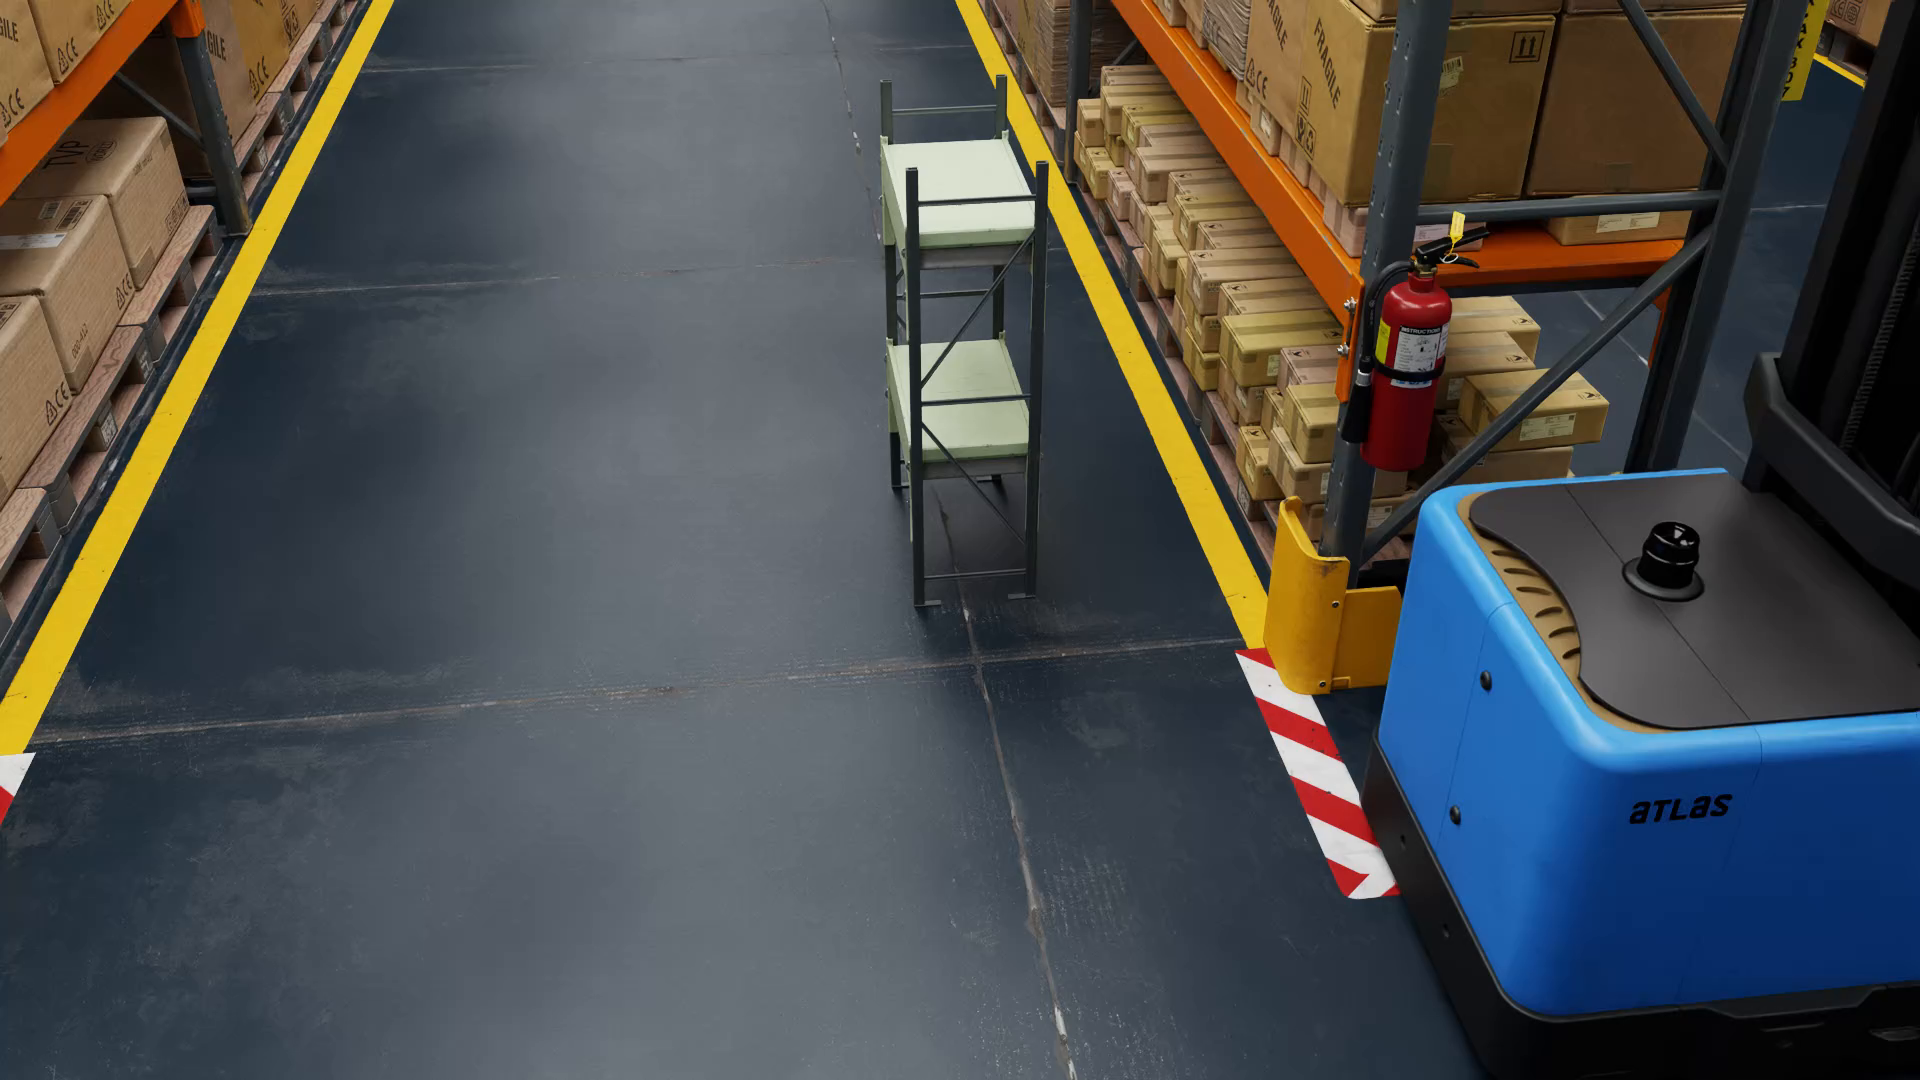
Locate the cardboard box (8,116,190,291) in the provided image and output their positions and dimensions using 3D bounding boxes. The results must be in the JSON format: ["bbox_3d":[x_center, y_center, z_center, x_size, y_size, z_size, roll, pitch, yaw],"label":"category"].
[{"bbox_3d":[-3.883,-1.418,7.069,0.875,0.438,0.875,-5,35,-7],"label":"cardboard box"}]

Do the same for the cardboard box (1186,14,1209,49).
[{"bbox_3d":[1.051,-1.929,6.140,0.380,0.149,0.250,-3,34,-5],"label":"cardboard box"}]

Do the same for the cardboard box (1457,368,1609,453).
[{"bbox_3d":[1.834,-0.420,5.333,0.380,0.149,0.250,-6,35,-9],"label":"cardboard box"}]

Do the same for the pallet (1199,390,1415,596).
[{"bbox_3d":[1.483,-0.207,5.866,1.003,0.211,1.213,-4,35,-6],"label":"pallet"}]

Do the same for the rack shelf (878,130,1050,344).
[{"bbox_3d":[-0.001,-0.946,5.113,0.431,0.370,0.720,-4,35,-6],"label":"rack shelf"}]

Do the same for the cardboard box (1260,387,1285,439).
[{"bbox_3d":[1.232,-0.402,5.571,0.380,0.149,0.250,-5,35,-7],"label":"cardboard box"}]

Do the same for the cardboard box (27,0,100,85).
[{"bbox_3d":[-3.389,-1.897,5.782,0.500,0.500,0.500,-5,35,-7],"label":"cardboard box"}]

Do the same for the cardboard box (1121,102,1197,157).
[{"bbox_3d":[0.932,-1.831,7.403,0.380,0.149,0.250,-5,35,-7],"label":"cardboard box"}]

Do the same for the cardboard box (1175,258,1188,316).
[{"bbox_3d":[1.044,-0.974,6.411,0.380,0.149,0.250,-3,34,-4],"label":"cardboard box"}]

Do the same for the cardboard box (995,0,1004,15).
[{"bbox_3d":[0.479,-3.485,10.047,0.500,0.500,0.500,-5,35,-8],"label":"cardboard box"}]

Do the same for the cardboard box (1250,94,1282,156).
[{"bbox_3d":[1.142,-1.339,5.274,0.380,0.149,0.250,-3,34,-5],"label":"cardboard box"}]

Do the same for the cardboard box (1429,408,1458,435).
[{"bbox_3d":[1.771,-0.448,5.638,0.380,0.149,0.250,-5,35,-7],"label":"cardboard box"}]

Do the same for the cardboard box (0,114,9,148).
[{"bbox_3d":[-3.250,-1.326,4.943,0.500,0.500,0.500,-5,35,-7],"label":"cardboard box"}]

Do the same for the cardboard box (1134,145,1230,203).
[{"bbox_3d":[0.943,-1.539,6.975,0.380,0.149,0.250,-4,34,-5],"label":"cardboard box"}]

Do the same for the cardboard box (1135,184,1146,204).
[{"bbox_3d":[0.986,-1.566,7.279,0.380,0.149,0.250,-6,35,-9],"label":"cardboard box"}]

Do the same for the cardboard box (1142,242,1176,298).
[{"bbox_3d":[0.975,-1.140,6.918,0.380,0.149,0.250,-5,35,-8],"label":"cardboard box"}]

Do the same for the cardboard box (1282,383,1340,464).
[{"bbox_3d":[1.246,-0.378,5.272,0.380,0.149,0.250,-4,34,-6],"label":"cardboard box"}]

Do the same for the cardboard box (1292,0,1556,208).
[{"bbox_3d":[1.252,-1.256,4.577,0.500,0.500,0.500,-4,34,-5],"label":"cardboard box"}]

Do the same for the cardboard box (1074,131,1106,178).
[{"bbox_3d":[0.761,-1.861,7.976,0.380,0.149,0.250,-6,35,-8],"label":"cardboard box"}]

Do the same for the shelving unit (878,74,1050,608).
[{"bbox_3d":[-0.001,-0.623,5.333,0.431,1.500,0.755,-4,35,-6],"label":"shelving unit"}]

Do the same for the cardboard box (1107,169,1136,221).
[{"bbox_3d":[0.881,-1.578,7.560,0.380,0.149,0.250,-5,35,-7],"label":"cardboard box"}]

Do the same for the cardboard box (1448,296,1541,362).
[{"bbox_3d":[1.771,-0.715,5.766,0.380,0.149,0.250,-4,35,-7],"label":"cardboard box"}]

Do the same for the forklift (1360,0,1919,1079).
[{"bbox_3d":[2.654,-0.289,3.571,3.031,2.935,1.130,-4,34,-6],"label":"forklift"}]

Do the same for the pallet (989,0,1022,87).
[{"bbox_3d":[0.756,-3.057,10.049,1.003,0.211,1.213,-4,35,-6],"label":"pallet"}]

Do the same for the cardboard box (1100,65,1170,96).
[{"bbox_3d":[0.871,-2.126,7.837,0.380,0.149,0.250,-3,34,-4],"label":"cardboard box"}]

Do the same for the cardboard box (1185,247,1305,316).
[{"bbox_3d":[1.045,-0.953,6.115,0.380,0.149,0.250,-3,34,-5],"label":"cardboard box"}]

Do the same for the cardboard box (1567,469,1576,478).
[{"bbox_3d":[1.815,-0.173,5.499,0.380,0.149,0.250,-4,34,-5],"label":"cardboard box"}]

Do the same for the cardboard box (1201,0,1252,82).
[{"bbox_3d":[1.111,-1.826,5.413,0.500,0.500,0.500,-4,35,-6],"label":"cardboard box"}]

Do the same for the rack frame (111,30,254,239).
[{"bbox_3d":[-3.862,-2.662,6.992,1.000,3.000,0.127,-4,35,-6],"label":"rack frame"}]

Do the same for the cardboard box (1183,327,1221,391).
[{"bbox_3d":[1.063,-0.698,6.270,0.380,0.149,0.250,-6,35,-9],"label":"cardboard box"}]

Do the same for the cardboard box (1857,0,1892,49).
[{"bbox_3d":[5.853,-3.063,9.095,1.225,0.875,0.875,-4,35,-6],"label":"cardboard box"}]

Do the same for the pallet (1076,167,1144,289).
[{"bbox_3d":[1.155,-1.569,7.864,1.003,0.211,1.213,-4,35,-6],"label":"pallet"}]

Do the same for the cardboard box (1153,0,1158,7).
[{"bbox_3d":[0.940,-2.225,6.575,0.380,0.149,0.250,-4,34,-5],"label":"cardboard box"}]

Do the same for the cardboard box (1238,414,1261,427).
[{"bbox_3d":[1.205,-0.424,5.867,0.380,0.149,0.250,-5,35,-7],"label":"cardboard box"}]

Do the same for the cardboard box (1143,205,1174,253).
[{"bbox_3d":[0.971,-1.265,6.838,0.380,0.149,0.250,-5,35,-7],"label":"cardboard box"}]

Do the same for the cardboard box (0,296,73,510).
[{"bbox_3d":[-3.643,-0.415,5.598,0.875,0.438,0.875,-3,34,-5],"label":"cardboard box"}]

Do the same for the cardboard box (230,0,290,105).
[{"bbox_3d":[-4.153,-2.801,8.710,0.875,0.875,0.875,-3,34,-5],"label":"cardboard box"}]

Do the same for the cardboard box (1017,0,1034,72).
[{"bbox_3d":[0.612,-2.914,9.209,0.500,0.500,0.500,-5,35,-8],"label":"cardboard box"}]

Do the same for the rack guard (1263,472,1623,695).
[{"bbox_3d":[1.558,0.130,5.116,1.175,0.500,0.348,-4,35,-6],"label":"rack guard"}]

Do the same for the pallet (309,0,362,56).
[{"bbox_3d":[-4.368,-3.296,10.399,1.003,0.211,1.213,-4,35,-6],"label":"pallet"}]

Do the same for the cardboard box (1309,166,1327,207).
[{"bbox_3d":[1.248,-1.059,4.864,0.380,0.149,0.250,-4,35,-6],"label":"cardboard box"}]

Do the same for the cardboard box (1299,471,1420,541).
[{"bbox_3d":[1.290,-0.134,5.442,0.380,0.149,0.250,-4,34,-6],"label":"cardboard box"}]

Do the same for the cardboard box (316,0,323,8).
[{"bbox_3d":[-4.389,-3.798,10.173,0.875,0.875,0.875,-5,35,-7],"label":"cardboard box"}]

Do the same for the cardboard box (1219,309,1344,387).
[{"bbox_3d":[1.108,-0.658,5.682,0.380,0.149,0.250,-5,35,-7],"label":"cardboard box"}]

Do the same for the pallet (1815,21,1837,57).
[{"bbox_3d":[5.613,-3.367,10.503,1.003,0.211,1.213,-4,35,-6],"label":"pallet"}]

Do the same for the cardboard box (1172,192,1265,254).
[{"bbox_3d":[1.056,-1.252,6.554,0.380,0.149,0.250,-4,34,-6],"label":"cardboard box"}]

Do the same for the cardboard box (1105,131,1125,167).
[{"bbox_3d":[0.885,-1.850,7.696,0.380,0.149,0.250,-4,34,-6],"label":"cardboard box"}]

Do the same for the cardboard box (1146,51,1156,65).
[{"bbox_3d":[1.193,-2.666,8.845,0.500,0.500,0.500,-3,34,-5],"label":"cardboard box"}]

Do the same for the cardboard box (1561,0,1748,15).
[{"bbox_3d":[1.771,-1.709,4.353,0.500,0.500,0.500,-5,35,-7],"label":"cardboard box"}]

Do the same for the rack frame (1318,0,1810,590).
[{"bbox_3d":[1.568,-0.861,4.350,1.000,3.000,0.127,-4,35,-6],"label":"rack frame"}]

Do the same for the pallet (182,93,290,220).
[{"bbox_3d":[-4.040,-1.934,8.401,1.003,0.211,1.213,-4,35,-6],"label":"pallet"}]

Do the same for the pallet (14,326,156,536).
[{"bbox_3d":[-3.669,-0.397,6.145,1.003,0.211,1.213,-4,35,-6],"label":"pallet"}]

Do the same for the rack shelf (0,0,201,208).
[{"bbox_3d":[-3.593,-1.248,5.557,1.077,0.370,4.000,-4,35,-6],"label":"rack shelf"}]

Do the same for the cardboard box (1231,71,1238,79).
[{"bbox_3d":[1.158,-1.643,5.721,0.380,0.149,0.250,-6,35,-8],"label":"cardboard box"}]

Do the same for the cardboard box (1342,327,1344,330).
[{"bbox_3d":[1.208,-0.700,6.008,0.380,0.149,0.250,-5,35,-7],"label":"cardboard box"}]

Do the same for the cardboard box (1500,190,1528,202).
[{"bbox_3d":[1.774,-1.102,4.926,0.380,0.149,0.250,-3,34,-5],"label":"cardboard box"}]

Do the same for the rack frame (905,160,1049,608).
[{"bbox_3d":[0.048,-0.419,5.033,0.400,1.500,0.023,-4,35,-6],"label":"rack frame"}]
